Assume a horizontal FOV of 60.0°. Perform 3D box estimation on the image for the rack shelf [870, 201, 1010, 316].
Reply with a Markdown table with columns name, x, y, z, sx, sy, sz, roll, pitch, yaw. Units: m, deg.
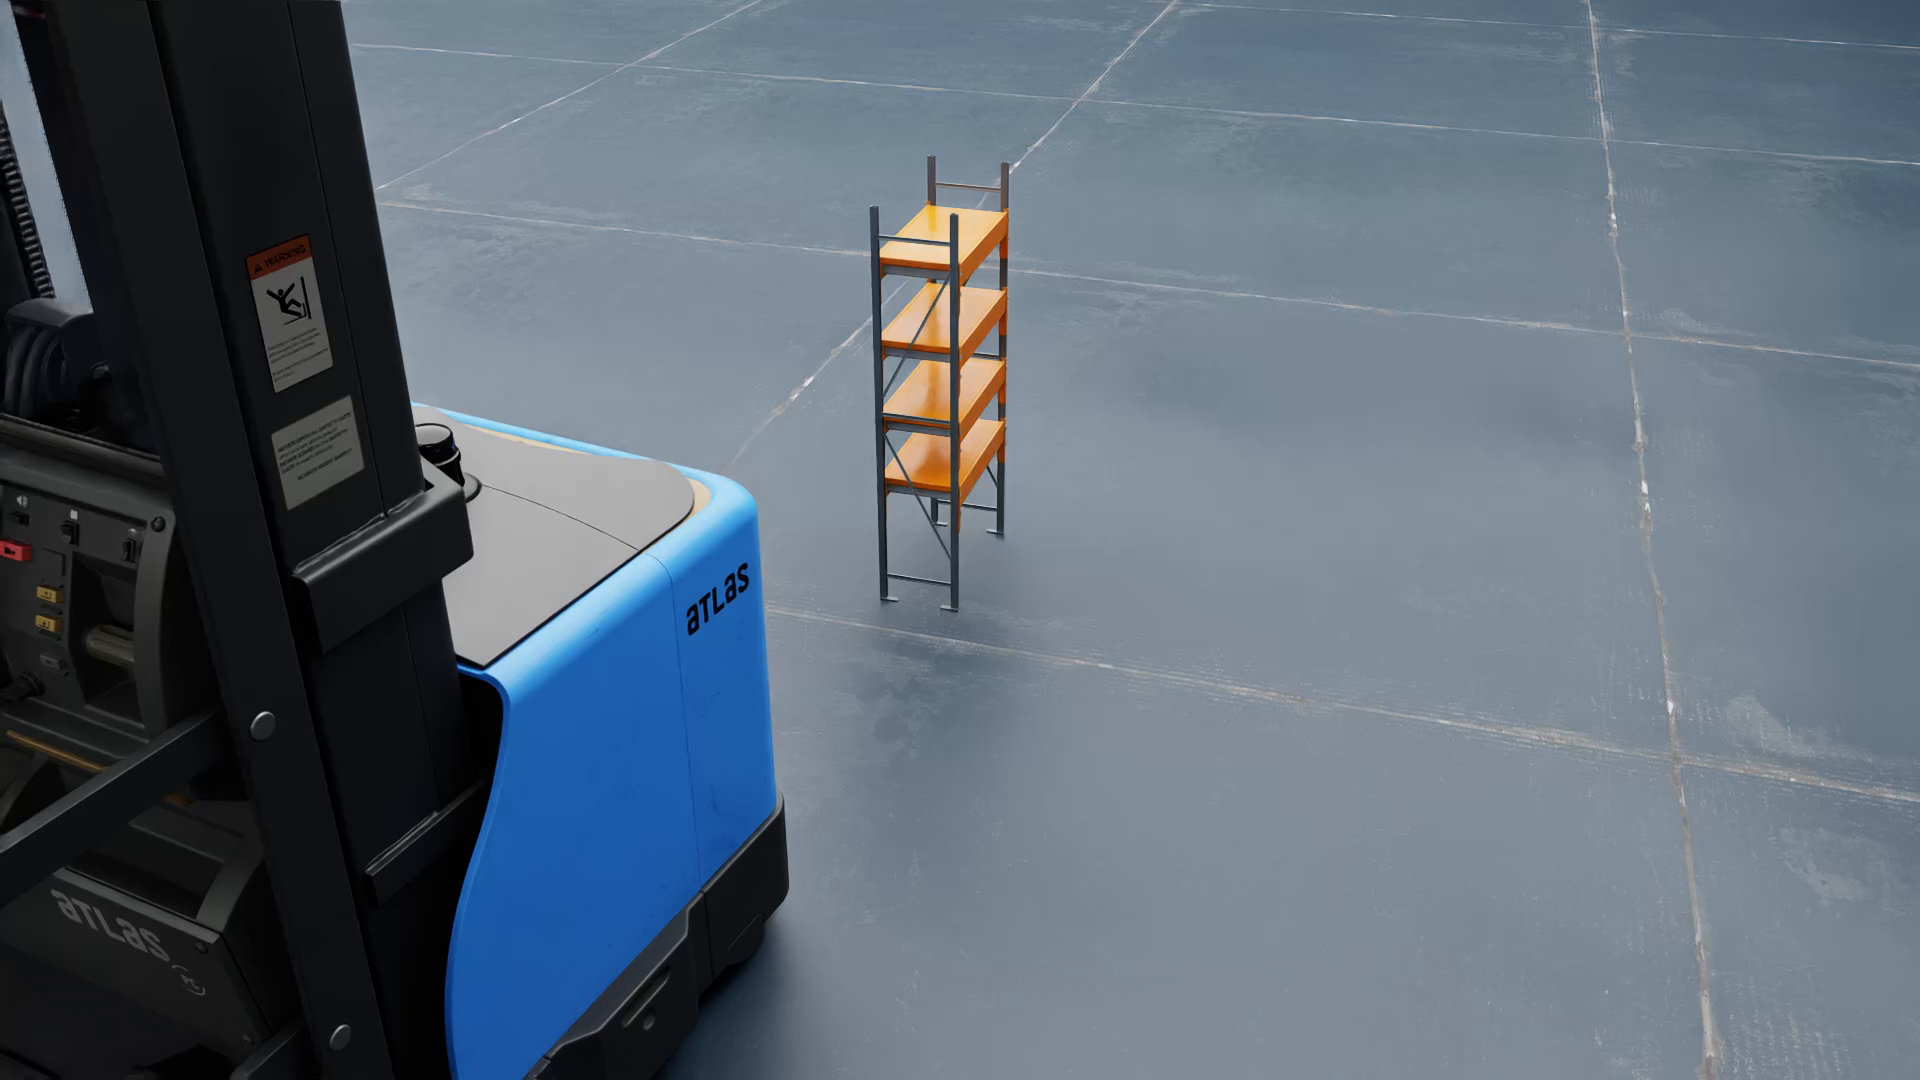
| name | x | y | z | sx | sy | sz | roll | pitch | yaw |
| --- | --- | --- | --- | --- | --- | --- | --- | --- | --- |
| rack shelf | -0.049 | -0.791 | 4.629 | 0.258 | 0.148 | 0.480 | 8 | 30 | 15 |

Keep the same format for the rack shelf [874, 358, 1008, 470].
| name | x | y | z | sx | sy | sz | roll | pitch | yaw |
| --- | --- | --- | --- | --- | --- | --- | --- | --- | --- |
| rack shelf | -0.049 | -0.389 | 4.853 | 0.258 | 0.148 | 0.480 | 8 | 30 | 15 |

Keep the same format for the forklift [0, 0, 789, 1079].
| name | x | y | z | sx | sy | sz | roll | pitch | yaw |
| --- | --- | --- | --- | --- | --- | --- | --- | --- | --- |
| forklift | -1.487 | 0.081 | 2.089 | 1.130 | 2.935 | 3.031 | 14 | 32 | 23 |

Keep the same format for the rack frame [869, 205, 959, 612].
| name | x | y | z | sx | sy | sz | roll | pitch | yaw |
| --- | --- | --- | --- | --- | --- | --- | --- | --- | --- |
| rack frame | -0.120 | -0.334 | 4.616 | 0.240 | 1.200 | 0.015 | 8 | 30 | 15 |

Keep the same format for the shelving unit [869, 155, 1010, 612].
| name | x | y | z | sx | sy | sz | roll | pitch | yaw |
| --- | --- | --- | --- | --- | --- | --- | --- | --- | --- |
| shelving unit | -0.049 | -0.447 | 4.820 | 0.258 | 1.200 | 0.503 | 8 | 30 | 15 |

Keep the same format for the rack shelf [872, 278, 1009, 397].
| name | x | y | z | sx | sy | sz | roll | pitch | yaw |
| --- | --- | --- | --- | --- | --- | --- | --- | --- | --- |
| rack shelf | -0.049 | -0.584 | 4.744 | 0.258 | 0.148 | 0.480 | 8 | 30 | 15 |

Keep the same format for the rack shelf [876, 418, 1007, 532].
| name | x | y | z | sx | sy | sz | roll | pitch | yaw |
| --- | --- | --- | --- | --- | --- | --- | --- | --- | --- |
| rack shelf | -0.049 | -0.215 | 4.949 | 0.258 | 0.148 | 0.480 | 8 | 30 | 15 |

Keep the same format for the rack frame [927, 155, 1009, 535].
| name | x | y | z | sx | sy | sz | roll | pitch | yaw |
| --- | --- | --- | --- | --- | --- | --- | --- | --- | --- |
| rack frame | 0.023 | -0.561 | 5.024 | 0.240 | 1.200 | 0.015 | 8 | 30 | 15 |
